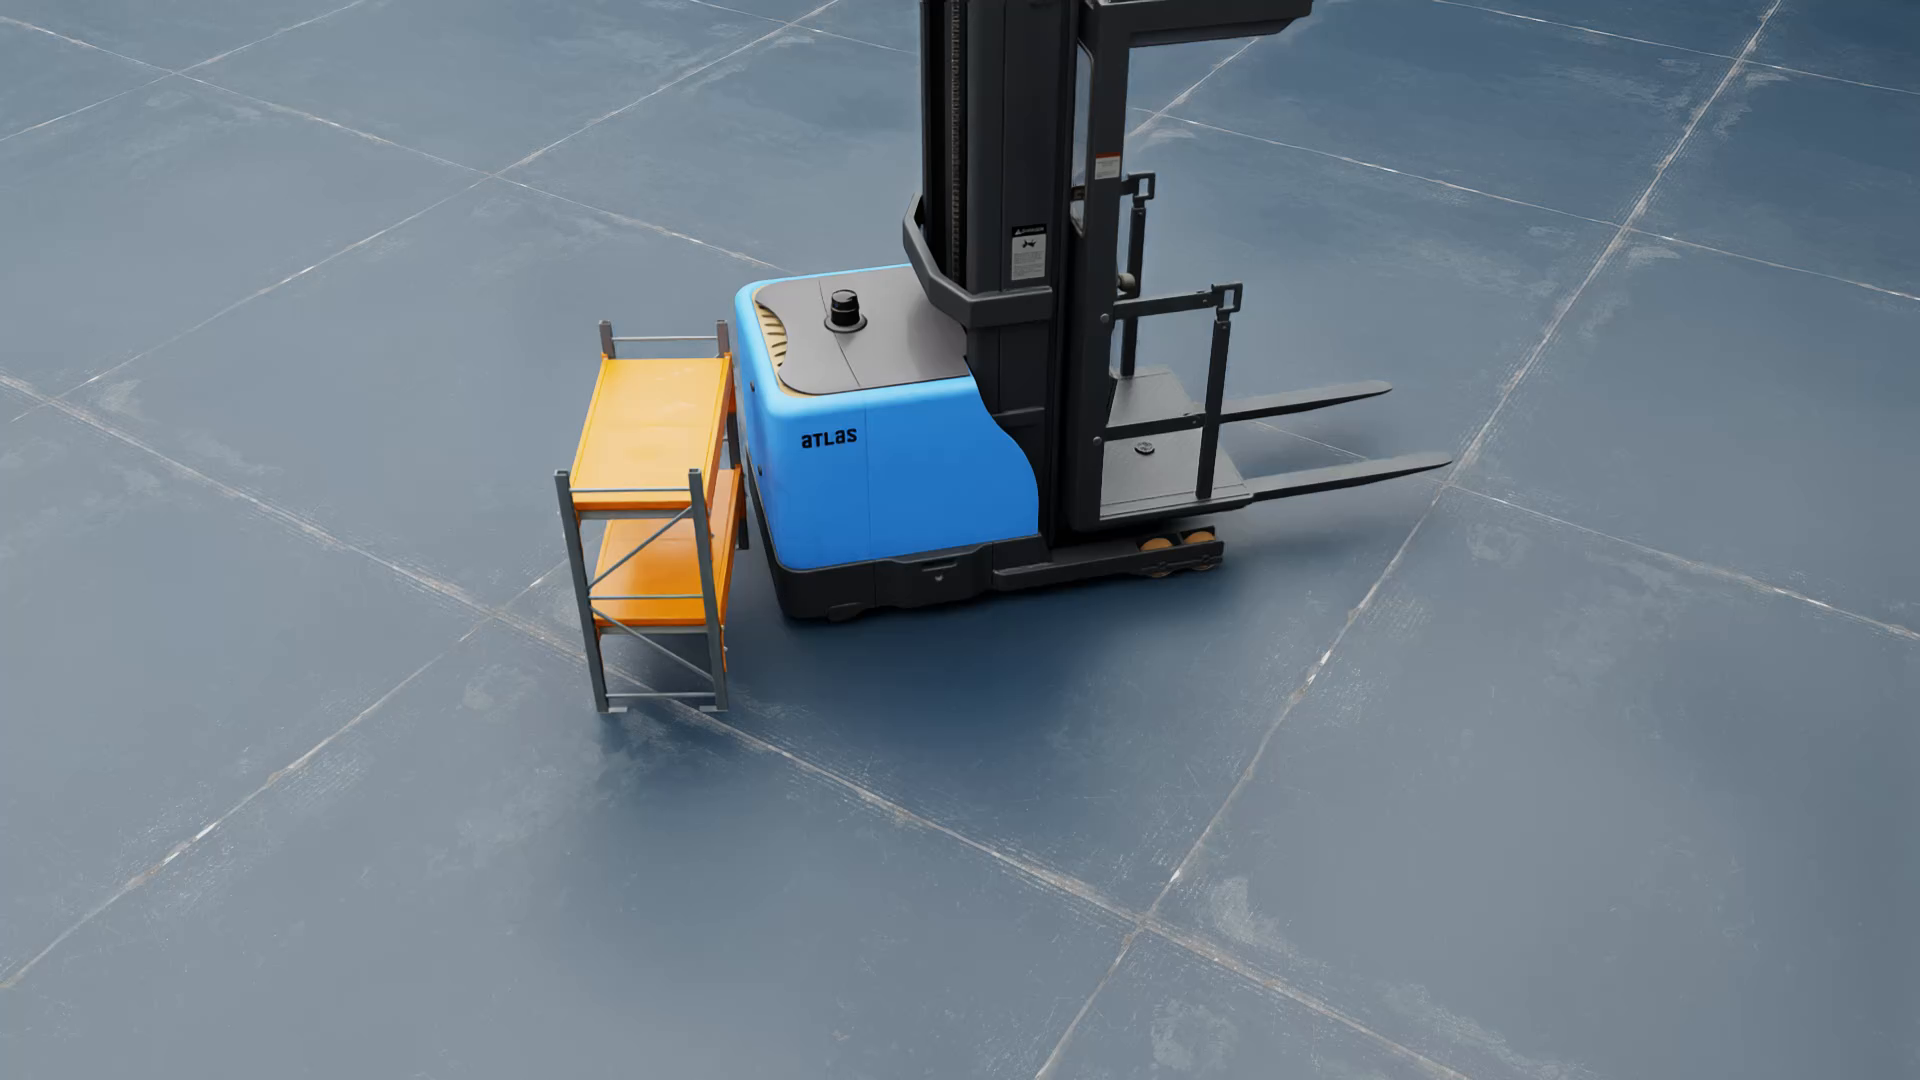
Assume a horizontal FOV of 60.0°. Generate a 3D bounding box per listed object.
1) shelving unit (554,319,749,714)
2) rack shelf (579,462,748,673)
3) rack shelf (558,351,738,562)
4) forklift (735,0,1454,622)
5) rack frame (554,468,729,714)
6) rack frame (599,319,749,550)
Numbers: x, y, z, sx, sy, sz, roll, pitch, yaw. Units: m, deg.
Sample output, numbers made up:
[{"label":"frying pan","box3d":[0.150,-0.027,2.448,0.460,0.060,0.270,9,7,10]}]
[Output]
[{"label":"shelving unit","box3d":[-1.153,-0.100,6.459,0.538,1.125,1.048,-1,38,-1]},{"label":"rack shelf","box3d":[-1.153,0.093,6.608,0.538,0.278,1.000,-1,38,-1]},{"label":"rack shelf","box3d":[-1.153,-0.332,6.280,0.538,0.278,1.000,-1,38,-1]},{"label":"forklift","box3d":[0.632,-1.307,6.545,3.031,2.935,1.130,-9,38,-11]},{"label":"rack frame","box3d":[-1.142,0.210,6.056,0.500,1.125,0.032,-1,38,-1]},{"label":"rack frame","box3d":[-1.164,-0.410,6.861,0.500,1.125,0.032,-1,38,-1]}]
